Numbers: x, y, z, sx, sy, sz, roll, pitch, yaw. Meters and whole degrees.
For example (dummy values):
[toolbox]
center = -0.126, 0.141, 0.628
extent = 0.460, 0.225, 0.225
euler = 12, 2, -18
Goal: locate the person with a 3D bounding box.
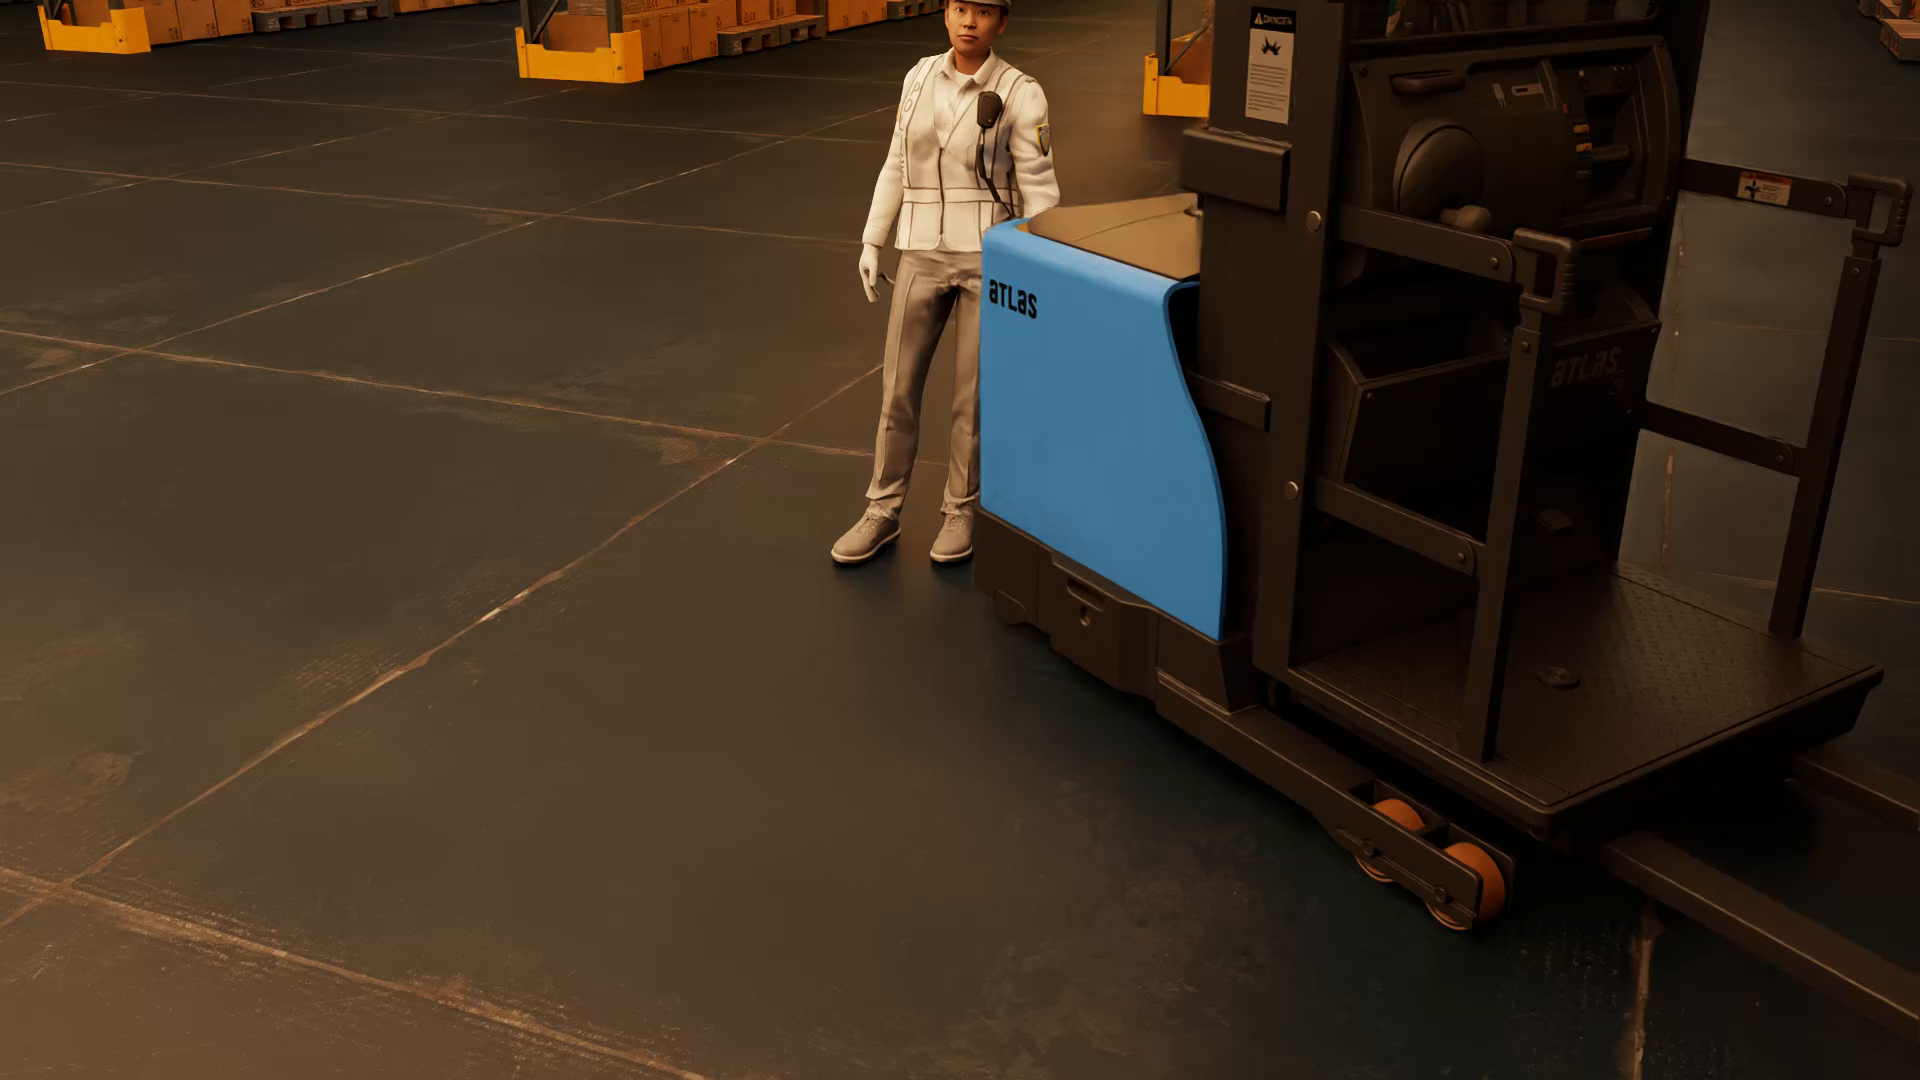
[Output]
[person]
center = -0.033, -0.765, 4.707
extent = 0.586, 1.694, 0.530
euler = 9, 24, 21

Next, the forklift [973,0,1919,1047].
[forklift]
center = 1.255, -0.795, 3.196
extent = 1.130, 2.935, 3.031
euler = -14, 26, -30
